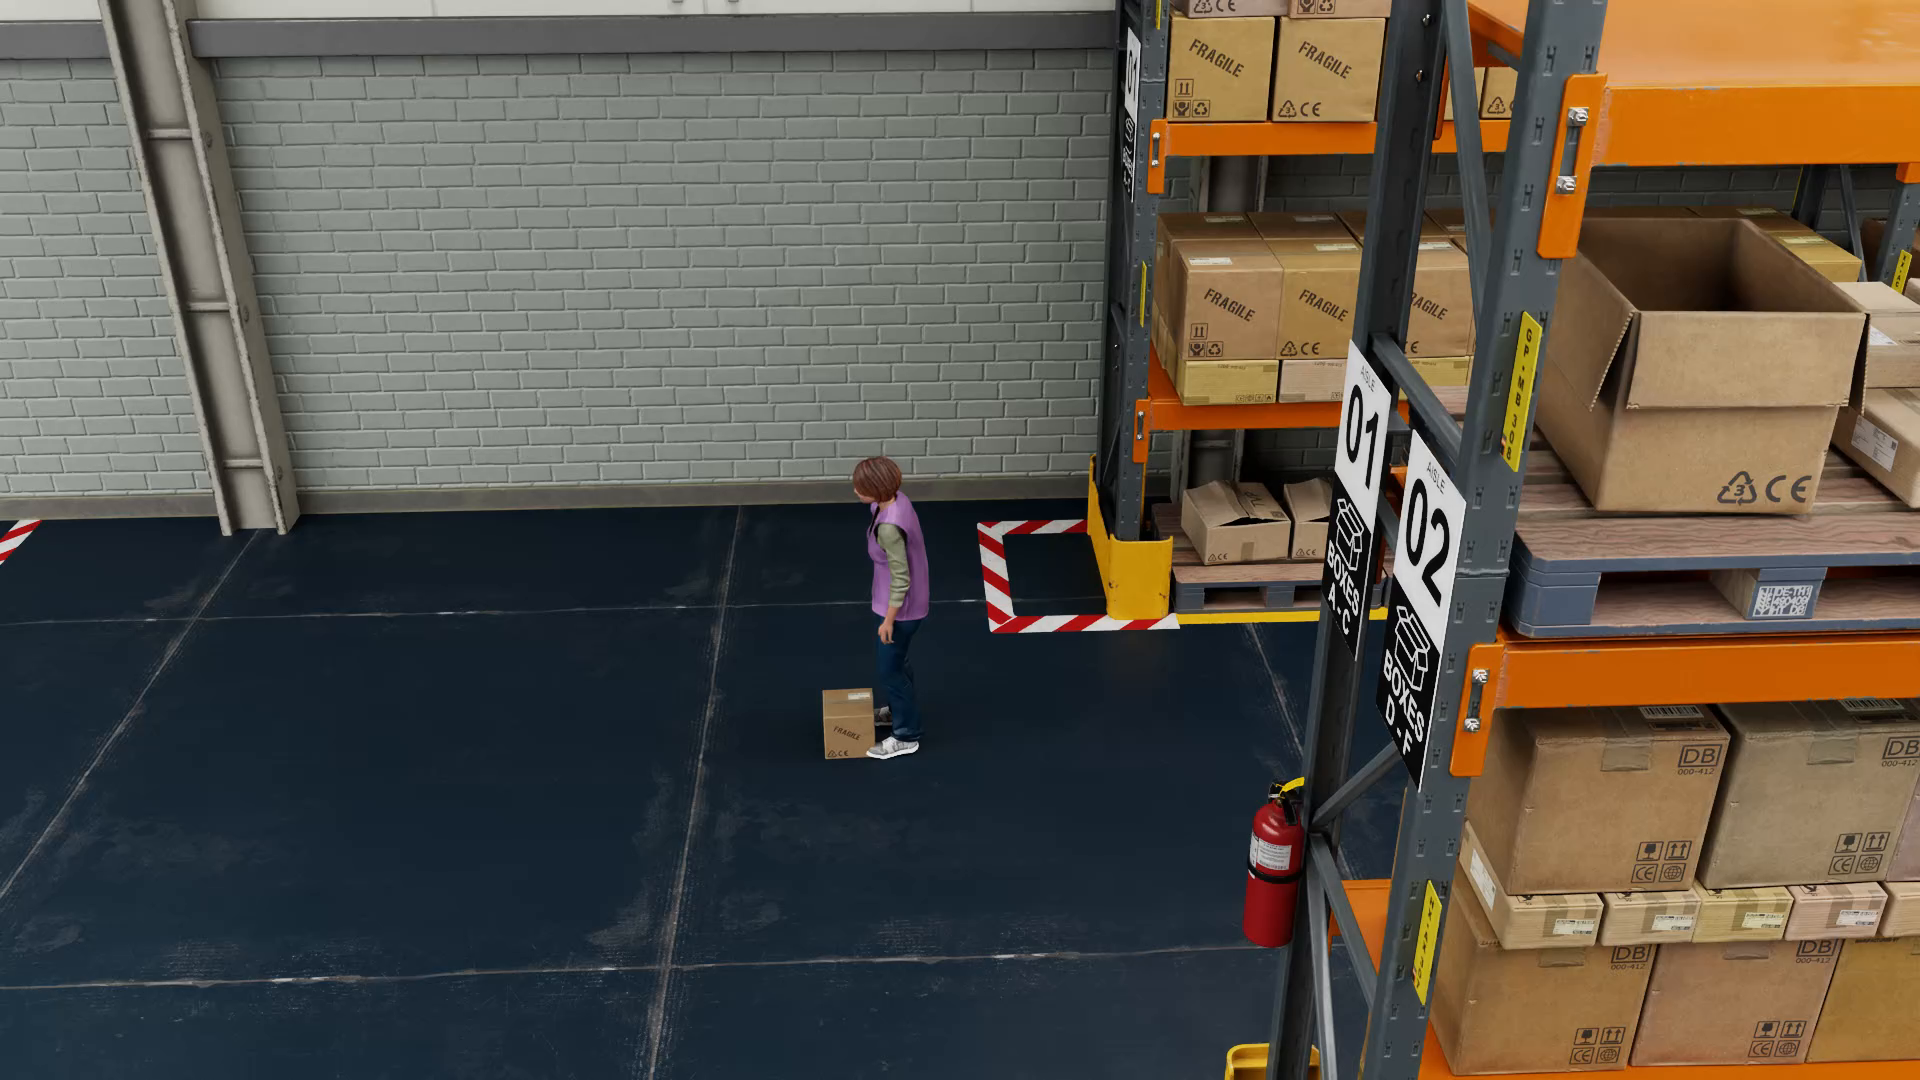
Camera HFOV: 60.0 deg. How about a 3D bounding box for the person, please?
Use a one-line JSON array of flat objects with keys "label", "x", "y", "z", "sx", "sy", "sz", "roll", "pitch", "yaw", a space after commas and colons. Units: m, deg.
[{"label": "person", "x": -0.323, "y": 0.314, "z": 8.041, "sx": 0.347, "sy": 1.593, "sz": 0.457, "roll": -2, "pitch": 28, "yaw": -3}]
